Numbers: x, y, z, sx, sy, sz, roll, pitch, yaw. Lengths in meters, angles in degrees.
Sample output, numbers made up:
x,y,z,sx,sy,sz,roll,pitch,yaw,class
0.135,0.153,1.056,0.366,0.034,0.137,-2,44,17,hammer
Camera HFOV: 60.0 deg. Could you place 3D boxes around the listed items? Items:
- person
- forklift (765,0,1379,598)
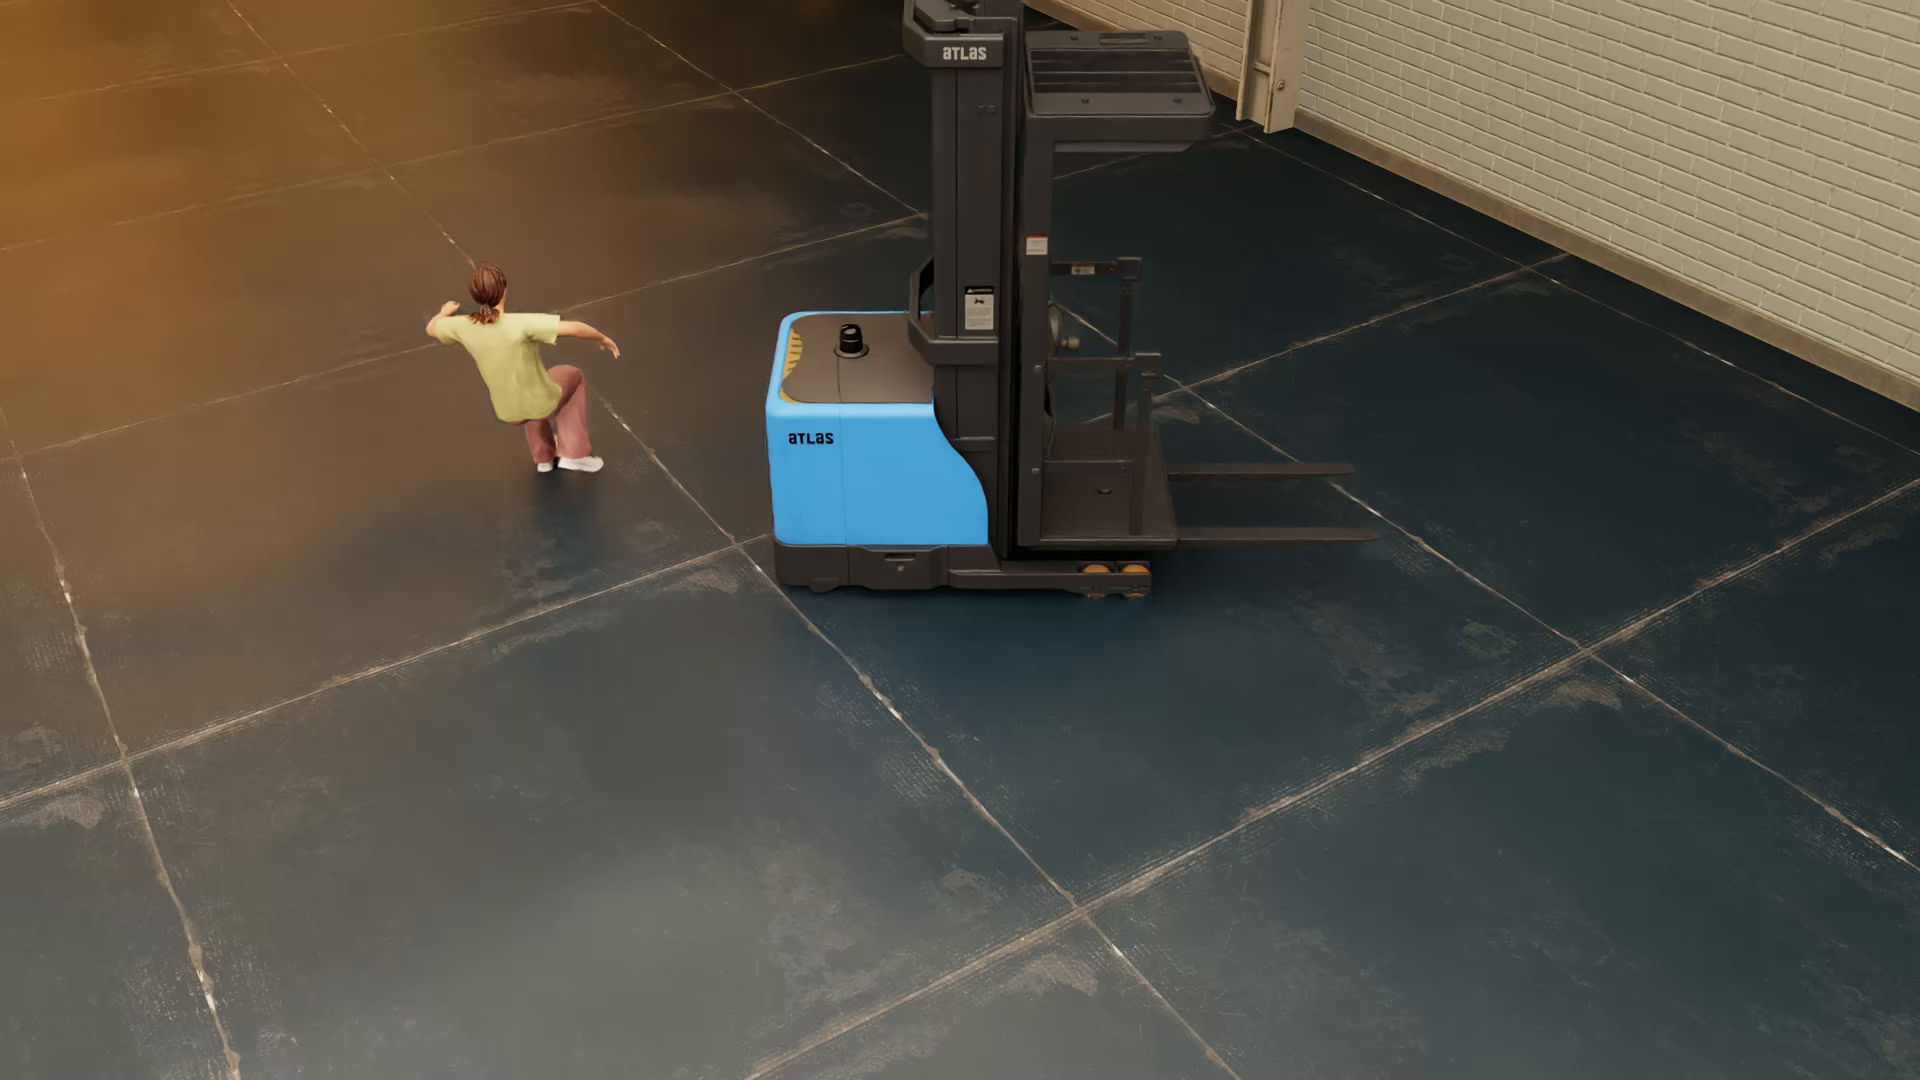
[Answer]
x,y,z,sx,sy,sz,roll,pitch,yaw,class
-2.233,-0.895,8.716,0.963,1.439,0.843,-1,35,-1,person
0.587,-1.218,7.881,3.031,2.935,1.130,0,35,0,forklift
